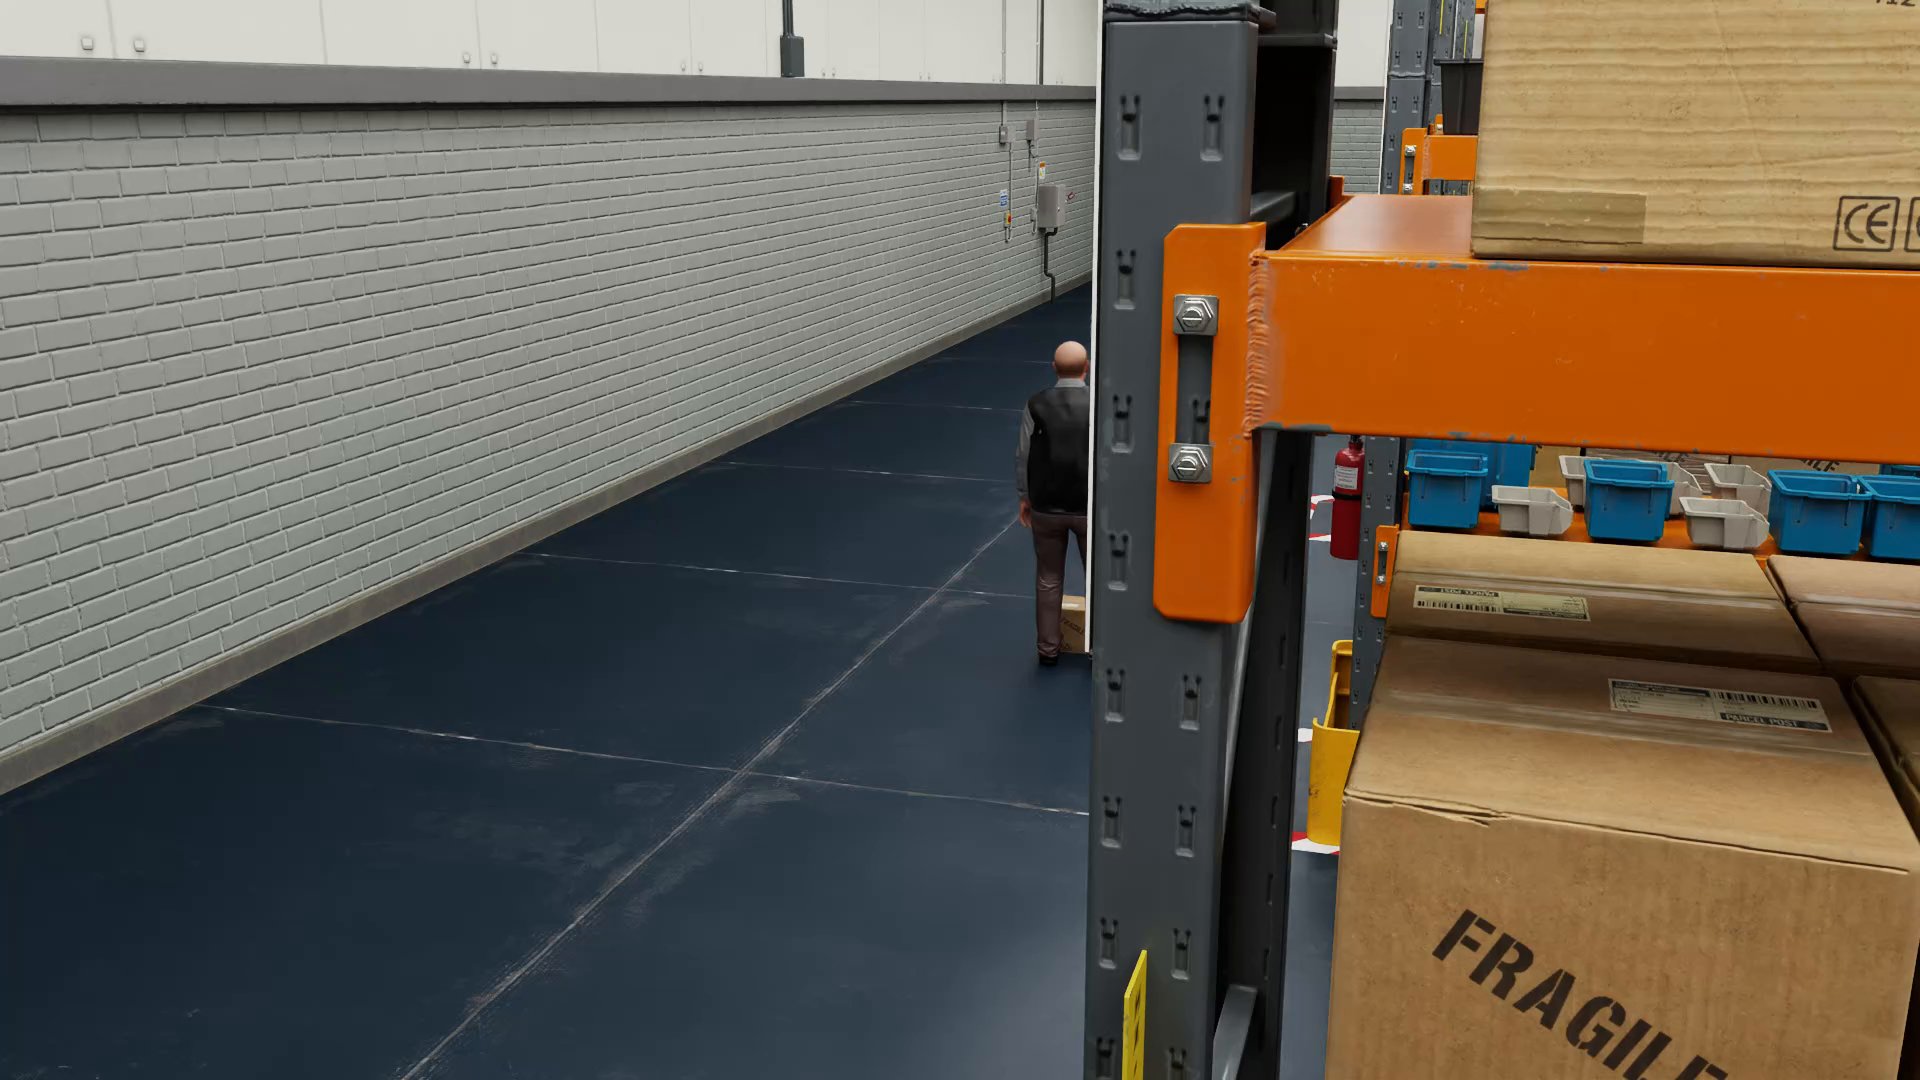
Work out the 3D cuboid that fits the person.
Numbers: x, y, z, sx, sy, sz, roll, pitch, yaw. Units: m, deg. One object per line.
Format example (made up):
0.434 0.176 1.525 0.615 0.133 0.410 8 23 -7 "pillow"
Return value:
0.580 -0.172 8.709 0.588 1.720 0.421 3 15 13 "person"
